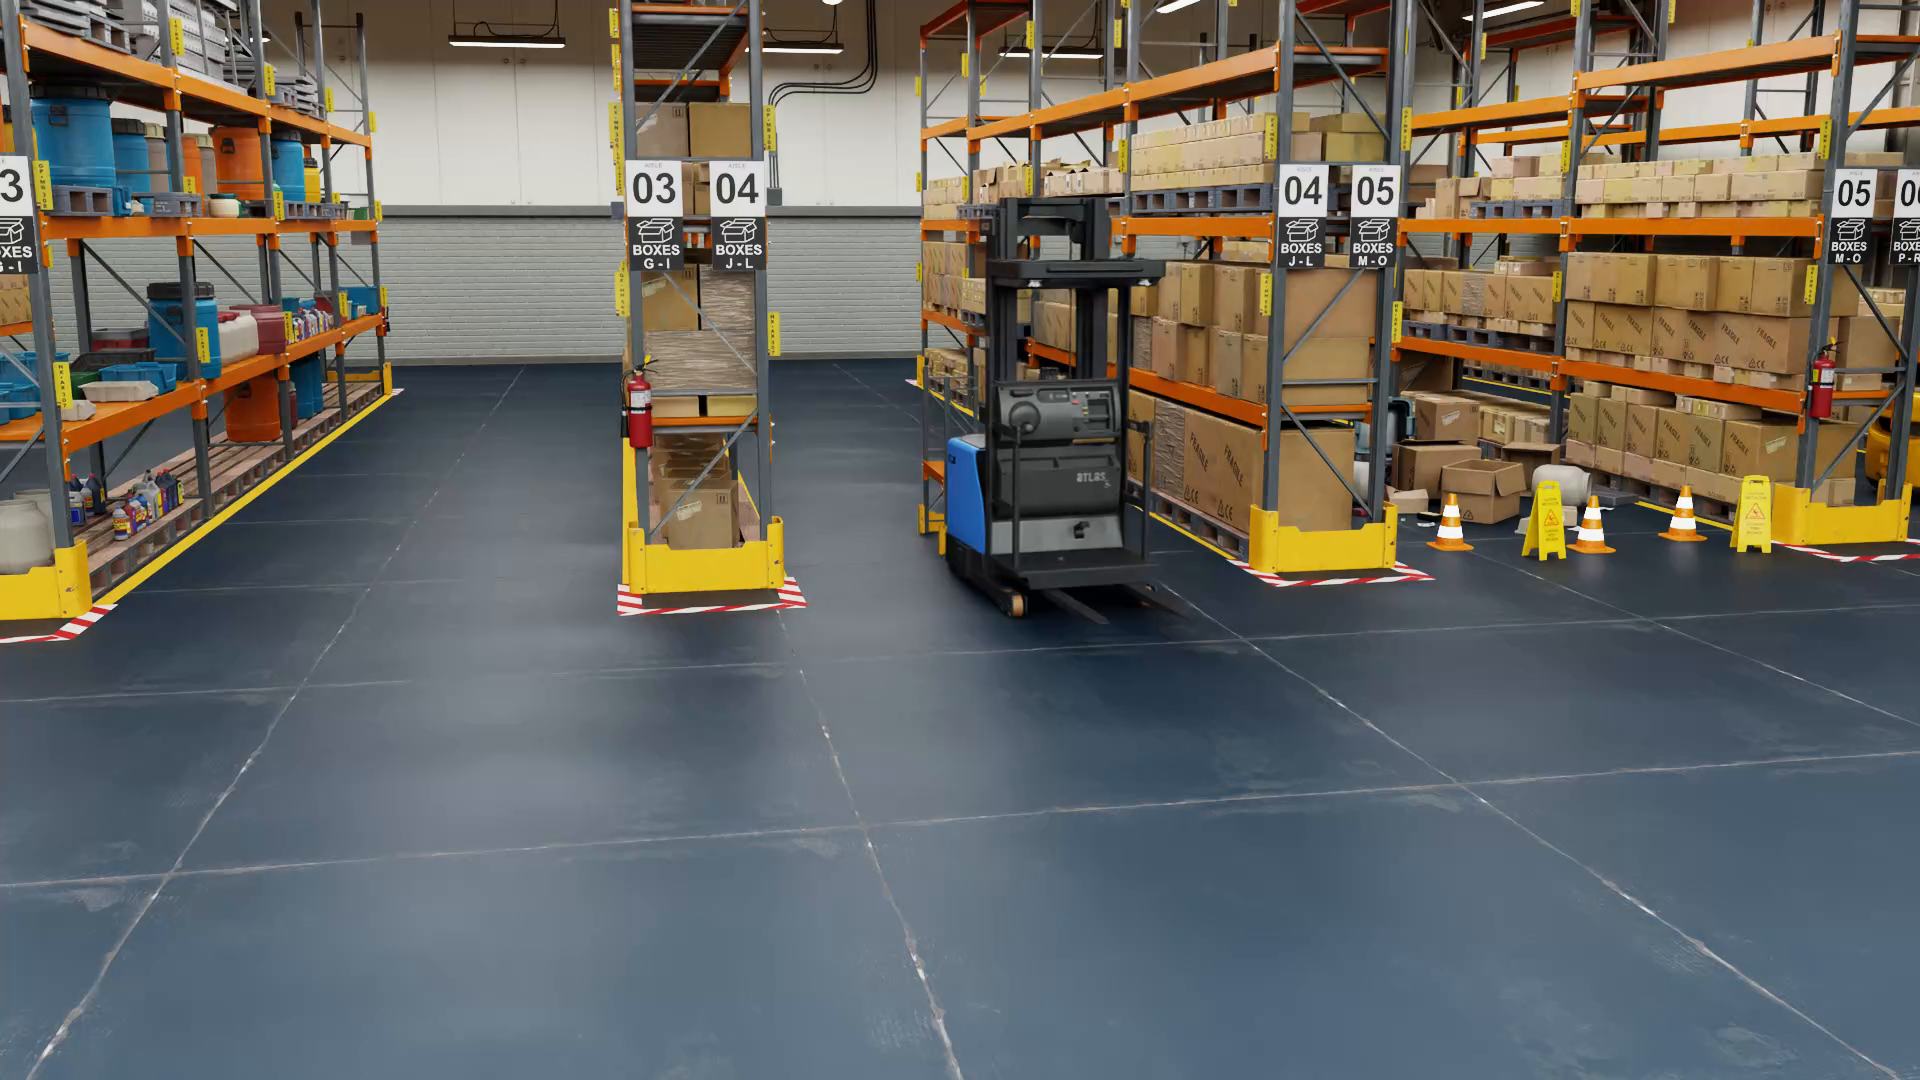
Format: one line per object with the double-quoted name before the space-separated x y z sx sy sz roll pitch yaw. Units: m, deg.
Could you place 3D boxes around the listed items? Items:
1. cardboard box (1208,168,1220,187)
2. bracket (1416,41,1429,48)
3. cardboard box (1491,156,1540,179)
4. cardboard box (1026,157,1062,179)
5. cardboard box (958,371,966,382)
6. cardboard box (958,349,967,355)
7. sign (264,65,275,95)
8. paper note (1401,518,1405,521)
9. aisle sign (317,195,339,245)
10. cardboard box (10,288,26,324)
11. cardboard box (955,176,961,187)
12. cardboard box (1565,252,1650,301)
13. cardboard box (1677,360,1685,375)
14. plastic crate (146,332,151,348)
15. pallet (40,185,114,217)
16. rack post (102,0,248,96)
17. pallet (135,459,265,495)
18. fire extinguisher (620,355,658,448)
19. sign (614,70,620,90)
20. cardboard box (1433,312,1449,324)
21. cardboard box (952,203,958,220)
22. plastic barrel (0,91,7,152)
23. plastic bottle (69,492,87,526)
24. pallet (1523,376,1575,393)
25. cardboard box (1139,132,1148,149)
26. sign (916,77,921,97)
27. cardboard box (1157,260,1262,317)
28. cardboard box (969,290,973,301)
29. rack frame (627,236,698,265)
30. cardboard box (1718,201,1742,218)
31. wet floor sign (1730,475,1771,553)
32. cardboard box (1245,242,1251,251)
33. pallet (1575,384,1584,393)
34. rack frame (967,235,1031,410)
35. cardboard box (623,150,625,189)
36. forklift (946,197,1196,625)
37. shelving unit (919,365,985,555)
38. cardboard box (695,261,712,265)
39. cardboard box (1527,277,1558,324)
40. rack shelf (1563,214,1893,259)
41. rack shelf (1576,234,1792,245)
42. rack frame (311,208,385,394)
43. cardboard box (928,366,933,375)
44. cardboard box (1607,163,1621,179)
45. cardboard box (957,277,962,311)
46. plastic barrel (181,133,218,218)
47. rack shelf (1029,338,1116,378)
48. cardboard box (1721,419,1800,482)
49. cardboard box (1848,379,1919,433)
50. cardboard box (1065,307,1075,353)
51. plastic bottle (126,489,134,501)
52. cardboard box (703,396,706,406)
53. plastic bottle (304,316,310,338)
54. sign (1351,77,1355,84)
"cardboard box" 2.353 -3.105 14.249 0.380 0.149 0.250 -2 11 -12
"bracket" 8.927 -10.397 35.628 0.076 0.066 5.218 -2 11 -11
"cardboard box" 6.548 -4.336 19.376 0.500 0.250 0.500 -2 11 -10
"cardboard box" 1.058 -4.695 21.006 0.396 0.266 0.258 -2 11 -11
"cardboard box" 0.176 -2.513 25.582 0.380 0.149 0.250 -3 11 -14
"cardboard box" 0.180 -3.161 28.192 0.380 0.149 0.250 -2 11 -10
"sign" -7.813 -5.200 18.811 0.100 0.325 0.005 -2 11 -11
"paper note" 4.179 -0.193 15.681 0.032 0.001 0.123 4 11 18
"aisle sign" -10.213 -5.137 26.709 0.394 0.787 0.004 -2 11 -11
"cardboard box" -14.217 -3.468 24.626 0.500 0.500 0.500 -2 11 -11
"cardboard box" 0.135 -5.446 25.260 0.380 0.149 0.250 -2 11 -11
"cardboard box" 6.878 -2.795 17.619 0.700 0.500 0.500 -2 11 -12
"cardboard box" 7.223 -1.682 16.181 0.380 0.149 0.250 -2 11 -11
"plastic crate" -8.093 -1.839 16.381 0.392 0.384 0.575 -2 11 -11
"pallet" -6.861 -2.459 12.074 1.003 0.211 1.213 -2 11 -11
"rack post" -8.041 -5.060 16.677 1.013 1.000 3.121 -2 11 -11
"pallet" -8.005 -0.653 17.564 1.003 0.211 1.213 -2 11 -11
"fire extinguisher" -2.367 -1.027 12.277 0.296 0.674 0.183 -2 11 -11
"sign" -5.595 -7.502 27.122 0.100 0.325 0.005 -2 11 -11
"cardboard box" 6.172 -2.791 20.885 0.380 0.149 0.250 -2 11 -11
"cardboard box" 0.168 -5.037 25.519 0.500 0.250 0.500 -2 11 -11
"plastic barrel" -7.015 -2.898 11.605 0.600 0.830 0.708 -2 11 -11
"plastic bottle" -7.564 -0.269 14.193 0.152 0.276 0.135 -2 11 -11
"pallet" 10.185 -2.601 27.799 1.003 0.211 1.213 -2 11 -11
"cardboard box" 1.958 -3.870 16.131 0.380 0.149 0.250 -2 11 -11
"sign" -0.696 -7.624 27.976 0.100 0.325 0.005 -2 11 -11
"cardboard box" 2.429 -2.437 16.188 0.875 0.550 0.550 -2 11 -11
"cardboard box" 0.342 -3.511 23.872 0.380 0.149 0.250 -2 11 -10
"rack frame" -4.271 -3.304 24.031 1.000 3.000 0.127 -2 11 -11
"cardboard box" 7.262 -3.056 15.378 0.380 0.149 0.250 -2 11 -11
"wet floor sign" 6.771 -0.233 14.194 0.267 0.644 0.232 2 11 9
"cardboard box" 4.891 -4.805 27.241 0.380 0.149 0.250 -2 11 -12
"pallet" 10.513 -2.327 26.360 1.003 0.211 1.213 -2 11 -11
"rack frame" 0.614 -3.465 24.881 1.000 3.000 0.127 -2 11 -11
"cardboard box" -3.454 -4.058 18.365 0.500 0.500 0.500 -2 11 -13
"forklift" 0.791 -0.972 11.967 1.130 2.935 3.031 -3 11 -16
"shelving unit" 0.015 -0.723 14.483 0.587 1.500 1.083 -2 11 -11
"cardboard box" -1.867 -1.992 13.402 0.500 0.500 0.500 -2 11 -11
"cardboard box" 6.691 -2.675 18.540 0.500 0.500 0.500 -2 11 -12
"rack shelf" 7.395 -2.950 16.075 1.077 0.370 4.000 -2 11 -11
"rack shelf" 10.707 -4.598 24.736 1.077 0.370 4.000 -2 11 -11
"rack frame" -9.907 -3.857 26.939 1.000 3.000 0.127 -2 11 -11
"cardboard box" -0.376 -2.897 28.397 0.380 0.149 0.250 -2 11 -10
"cardboard box" 6.868 -3.774 17.017 0.380 0.149 0.250 -2 11 -13
"cardboard box" 0.243 -3.739 25.256 0.500 0.500 0.500 -2 11 -11
"plastic barrel" -8.405 -3.951 18.070 0.600 0.901 0.600 0 11 0
"rack shelf" 1.781 -2.012 19.167 1.077 0.370 4.000 -2 11 -11
"cardboard box" 7.372 -0.824 15.231 0.500 0.500 0.500 -2 11 -11
"cardboard box" 11.618 -1.656 20.600 0.875 0.625 0.625 -2 11 -12
"cardboard box" 1.508 -2.412 19.077 0.500 0.500 0.500 -2 11 -12
"plastic bottle" -7.142 -0.302 14.349 0.061 0.283 0.133 -2 11 -11
"cardboard box" -1.891 -1.178 13.537 0.380 0.149 0.250 -2 11 -11
"plastic bottle" -8.406 -2.738 21.372 0.061 0.283 0.133 -2 11 -11
"sign" 5.980 -7.131 25.384 0.100 0.325 0.005 -2 11 -11
